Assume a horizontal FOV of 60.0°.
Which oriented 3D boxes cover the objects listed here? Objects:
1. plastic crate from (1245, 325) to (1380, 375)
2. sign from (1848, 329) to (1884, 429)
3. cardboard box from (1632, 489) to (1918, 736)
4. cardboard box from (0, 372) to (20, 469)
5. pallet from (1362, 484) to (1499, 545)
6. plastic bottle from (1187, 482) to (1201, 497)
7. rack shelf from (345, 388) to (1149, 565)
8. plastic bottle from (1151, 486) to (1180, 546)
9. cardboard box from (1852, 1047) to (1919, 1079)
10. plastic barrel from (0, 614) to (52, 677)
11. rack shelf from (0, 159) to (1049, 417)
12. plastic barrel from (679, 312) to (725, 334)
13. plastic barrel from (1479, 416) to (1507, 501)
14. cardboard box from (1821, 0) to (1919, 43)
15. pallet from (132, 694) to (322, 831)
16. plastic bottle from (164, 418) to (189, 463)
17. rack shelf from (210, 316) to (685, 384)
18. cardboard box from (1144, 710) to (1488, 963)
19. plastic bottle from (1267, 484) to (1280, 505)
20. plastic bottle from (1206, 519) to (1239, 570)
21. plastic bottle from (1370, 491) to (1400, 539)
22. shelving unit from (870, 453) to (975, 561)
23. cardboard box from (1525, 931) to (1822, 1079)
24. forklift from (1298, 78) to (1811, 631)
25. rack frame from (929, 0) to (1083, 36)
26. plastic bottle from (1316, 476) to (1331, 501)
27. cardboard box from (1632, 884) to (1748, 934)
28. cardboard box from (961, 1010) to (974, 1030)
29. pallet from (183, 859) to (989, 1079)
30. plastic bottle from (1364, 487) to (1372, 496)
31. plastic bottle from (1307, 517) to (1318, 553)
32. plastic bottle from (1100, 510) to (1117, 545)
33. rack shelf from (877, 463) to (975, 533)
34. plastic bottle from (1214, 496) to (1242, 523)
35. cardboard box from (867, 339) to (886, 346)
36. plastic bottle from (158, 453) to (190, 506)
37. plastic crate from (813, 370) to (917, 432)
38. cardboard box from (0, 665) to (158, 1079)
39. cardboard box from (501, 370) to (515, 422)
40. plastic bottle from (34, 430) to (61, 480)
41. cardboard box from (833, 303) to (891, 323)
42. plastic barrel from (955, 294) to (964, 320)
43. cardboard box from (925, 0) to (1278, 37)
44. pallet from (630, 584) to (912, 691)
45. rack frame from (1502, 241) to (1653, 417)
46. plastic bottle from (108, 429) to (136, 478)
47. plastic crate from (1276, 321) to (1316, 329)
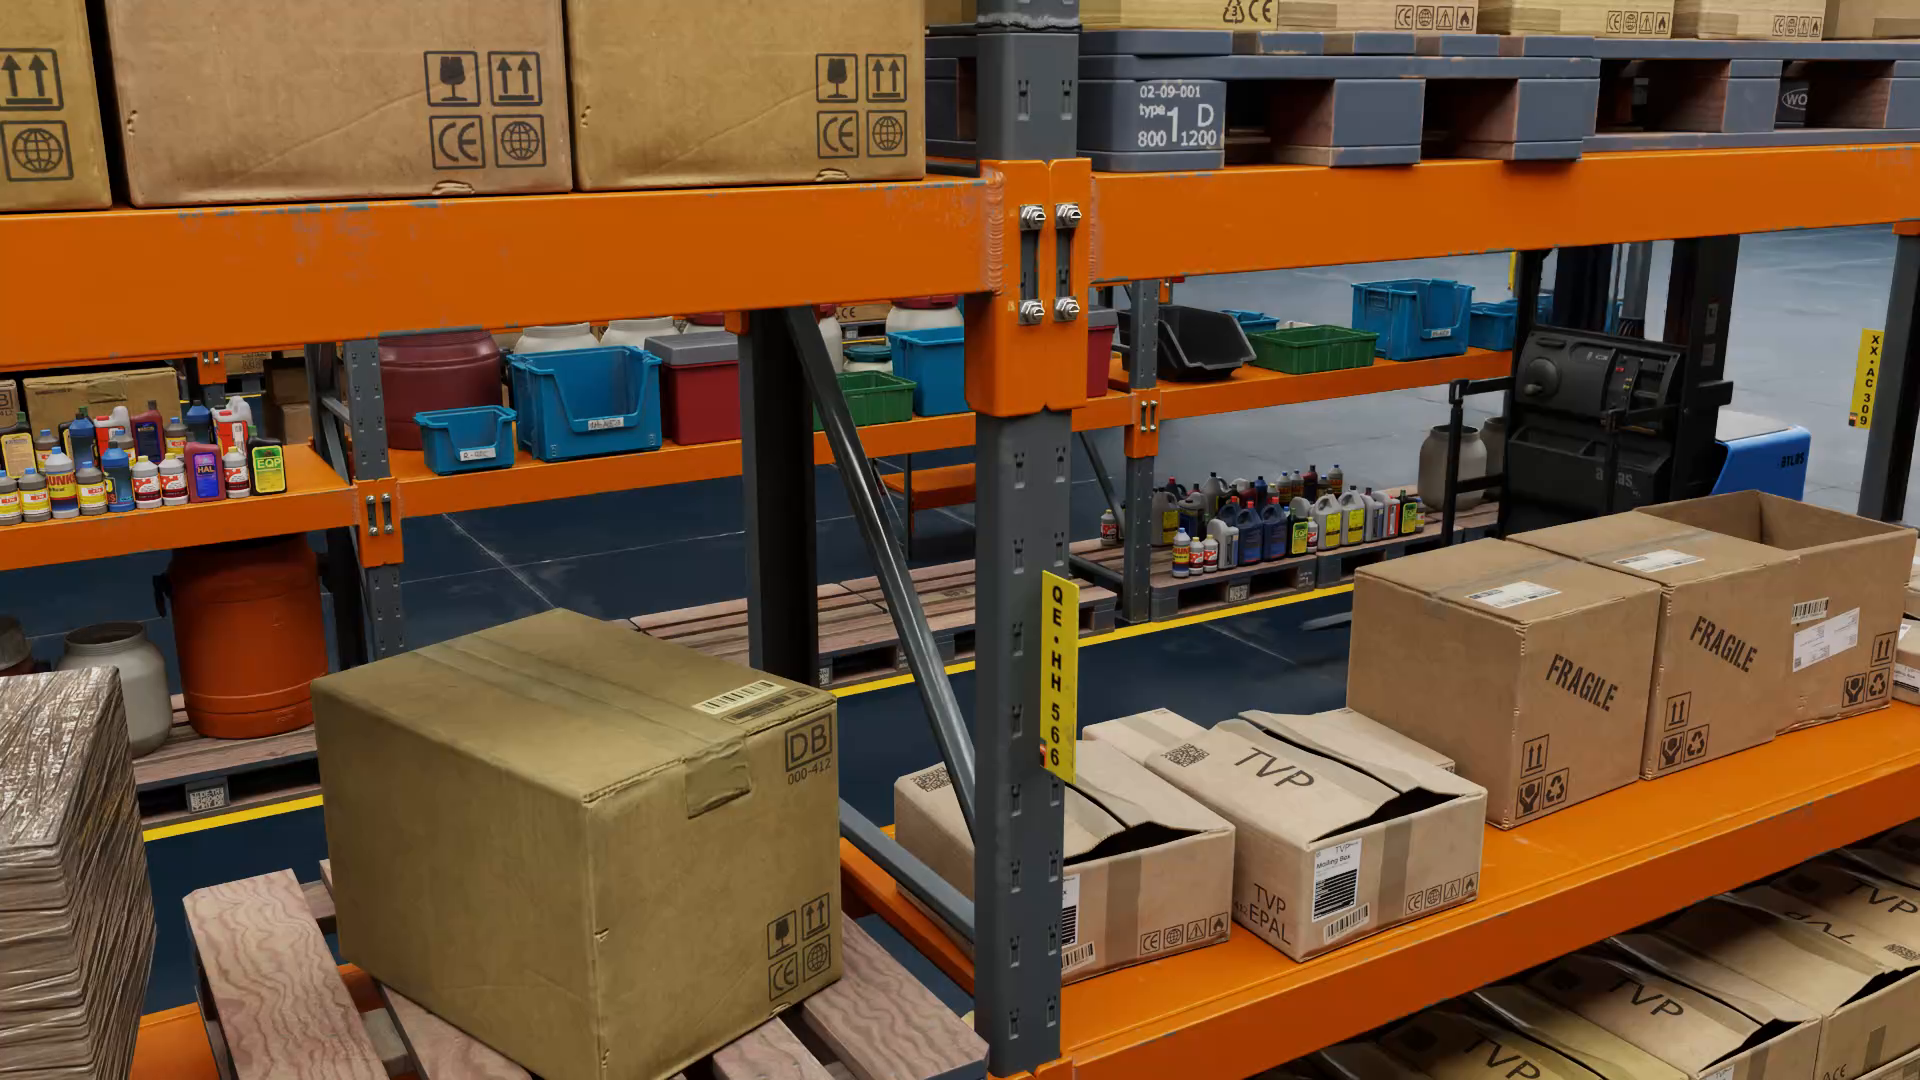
[{"bbox_3d":[2.054,-1.114,9.721,0.662,0.188,0.450,-9,18,-30],"label":"plastic crate"},{"bbox_3d":[3.006,-0.530,5.492,0.005,0.325,0.100,-9,18,-30],"label":"sign"},{"bbox_3d":[2.175,0.182,4.520,0.500,0.500,0.500,-8,17,-26],"label":"cardboard box"},{"bbox_3d":[-6.605,-0.649,10.826,0.875,0.875,1.225,-9,18,-30],"label":"cardboard box"},{"bbox_3d":[3.434,-0.173,11.137,1.213,0.211,1.003,-9,18,-30],"label":"pallet"},{"bbox_3d":[1.432,-0.212,10.327,0.133,0.283,0.061,-8,17,-26],"label":"plastic bottle"},{"bbox_3d":[-0.969,-0.469,8.357,4.000,0.370,1.077,-9,18,-30],"label":"rack shelf"},{"bbox_3d":[1.223,-0.152,9.988,0.185,0.351,0.144,-9,18,-30],"label":"plastic bottle"},{"bbox_3d":[2.214,1.441,4.528,0.500,0.250,0.500,-9,18,-28],"label":"cardboard box"},{"bbox_3d":[-4.062,0.651,6.721,0.708,0.588,0.600,-9,18,-30],"label":"plastic barrel"},{"bbox_3d":[-1.850,-0.210,1.879,4.000,0.370,1.077,-9,18,-30],"label":"rack shelf"},{"bbox_3d":[-1.187,-0.914,8.362,0.433,0.535,0.433,0,16,0],"label":"plastic barrel"},{"bbox_3d":[3.649,-0.544,11.125,0.421,0.512,0.421,0,16,0],"label":"plastic barrel"},{"bbox_3d":[2.291,-1.360,4.148,0.500,0.250,0.500,-11,19,-35],"label":"cardboard box"},{"bbox_3d":[-3.338,0.925,7.219,1.213,0.211,1.003,-9,18,-30],"label":"pallet"},{"bbox_3d":[-3.418,-0.433,7.264,0.097,0.201,0.097,0,16,0],"label":"plastic bottle"},{"bbox_3d":[-3.520,-1.615,12.445,4.000,0.370,1.077,-9,18,-30],"label":"rack shelf"},{"bbox_3d":[0.731,0.573,3.474,0.500,0.311,0.500,-9,18,-30],"label":"cardboard box"},{"bbox_3d":[1.995,-0.258,10.643,0.097,0.201,0.097,0,16,0],"label":"plastic bottle"},{"bbox_3d":[1.507,0.012,9.539,0.135,0.276,0.152,-8,18,-28],"label":"plastic bottle"},{"bbox_3d":[2.595,-0.164,10.169,0.135,0.276,0.152,-9,18,-29],"label":"plastic bottle"},{"bbox_3d":[-0.006,-0.541,10.755,1.048,1.125,0.538,-9,18,-30],"label":"shelving unit"},{"bbox_3d":[1.789,1.239,4.208,0.500,0.311,0.500,-9,18,-30],"label":"cardboard box"},{"bbox_3d":[3.182,-0.895,8.671,3.031,2.935,1.130,-10,18,-31],"label":"forklift"},{"bbox_3d":[-0.136,-2.279,2.368,0.127,3.000,1.000,-9,18,-30],"label":"rack frame"},{"bbox_3d":[2.371,-0.319,10.861,0.097,0.201,0.097,0,16,0],"label":"plastic bottle"},{"bbox_3d":[1.936,1.046,4.900,0.500,0.311,0.500,-10,18,-32],"label":"cardboard box"},{"bbox_3d":[0.187,1.331,3.880,0.500,0.311,0.500,-9,18,-28],"label":"cardboard box"},{"bbox_3d":[-0.680,0.812,2.810,1.003,0.211,1.213,-9,18,-30],"label":"pallet"},{"bbox_3d":[2.540,-0.192,10.255,0.133,0.283,0.061,-9,18,-30],"label":"plastic bottle"},{"bbox_3d":[2.067,-0.034,9.843,0.097,0.201,0.097,0,16,0],"label":"plastic bottle"},{"bbox_3d":[0.896,-0.080,10.007,0.097,0.201,0.097,0,16,0],"label":"plastic bottle"},{"bbox_3d":[-0.006,-0.305,10.821,1.000,0.278,0.538,-9,18,-30],"label":"rack shelf"},{"bbox_3d":[1.577,-0.079,9.727,0.185,0.351,0.144,-9,18,-30],"label":"plastic bottle"},{"bbox_3d":[-0.463,-1.470,14.449,0.500,0.500,0.500,-11,19,-35],"label":"cardboard box"},{"bbox_3d":[-3.117,-0.243,6.586,0.097,0.201,0.097,0,16,0],"label":"plastic bottle"},{"bbox_3d":[-0.602,-0.684,8.184,0.662,0.188,0.450,-9,18,-30],"label":"plastic crate"},{"bbox_3d":[-1.500,0.556,2.407,0.500,0.500,0.700,-6,17,-19],"label":"cardboard box"},{"bbox_3d":[-3.241,-1.027,12.833,0.500,0.500,0.700,-11,19,-34],"label":"cardboard box"},{"bbox_3d":[-3.845,-0.363,7.017,0.097,0.201,0.097,0,16,0],"label":"plastic bottle"},{"bbox_3d":[-1.392,-3.026,19.307,0.875,0.875,0.875,-9,18,-29],"label":"cardboard box"},{"bbox_3d":[0.258,-1.351,9.243,0.708,0.901,0.600,-9,18,-30],"label":"plastic barrel"},{"bbox_3d":[0.224,-1.041,3.008,0.500,0.250,0.500,-11,19,-34],"label":"cardboard box"},{"bbox_3d":[-0.955,0.538,8.598,1.213,0.211,1.003,-9,18,-30],"label":"pallet"},{"bbox_3d":[4.174,-1.649,11.236,0.127,3.000,1.000,-9,18,-30],"label":"rack frame"},{"bbox_3d":[-3.537,-0.365,7.024,0.097,0.201,0.097,0,16,0],"label":"plastic bottle"},{"bbox_3d":[2.007,-1.250,10.302,0.437,0.136,0.530,-9,18,-30],"label":"plastic crate"}]
